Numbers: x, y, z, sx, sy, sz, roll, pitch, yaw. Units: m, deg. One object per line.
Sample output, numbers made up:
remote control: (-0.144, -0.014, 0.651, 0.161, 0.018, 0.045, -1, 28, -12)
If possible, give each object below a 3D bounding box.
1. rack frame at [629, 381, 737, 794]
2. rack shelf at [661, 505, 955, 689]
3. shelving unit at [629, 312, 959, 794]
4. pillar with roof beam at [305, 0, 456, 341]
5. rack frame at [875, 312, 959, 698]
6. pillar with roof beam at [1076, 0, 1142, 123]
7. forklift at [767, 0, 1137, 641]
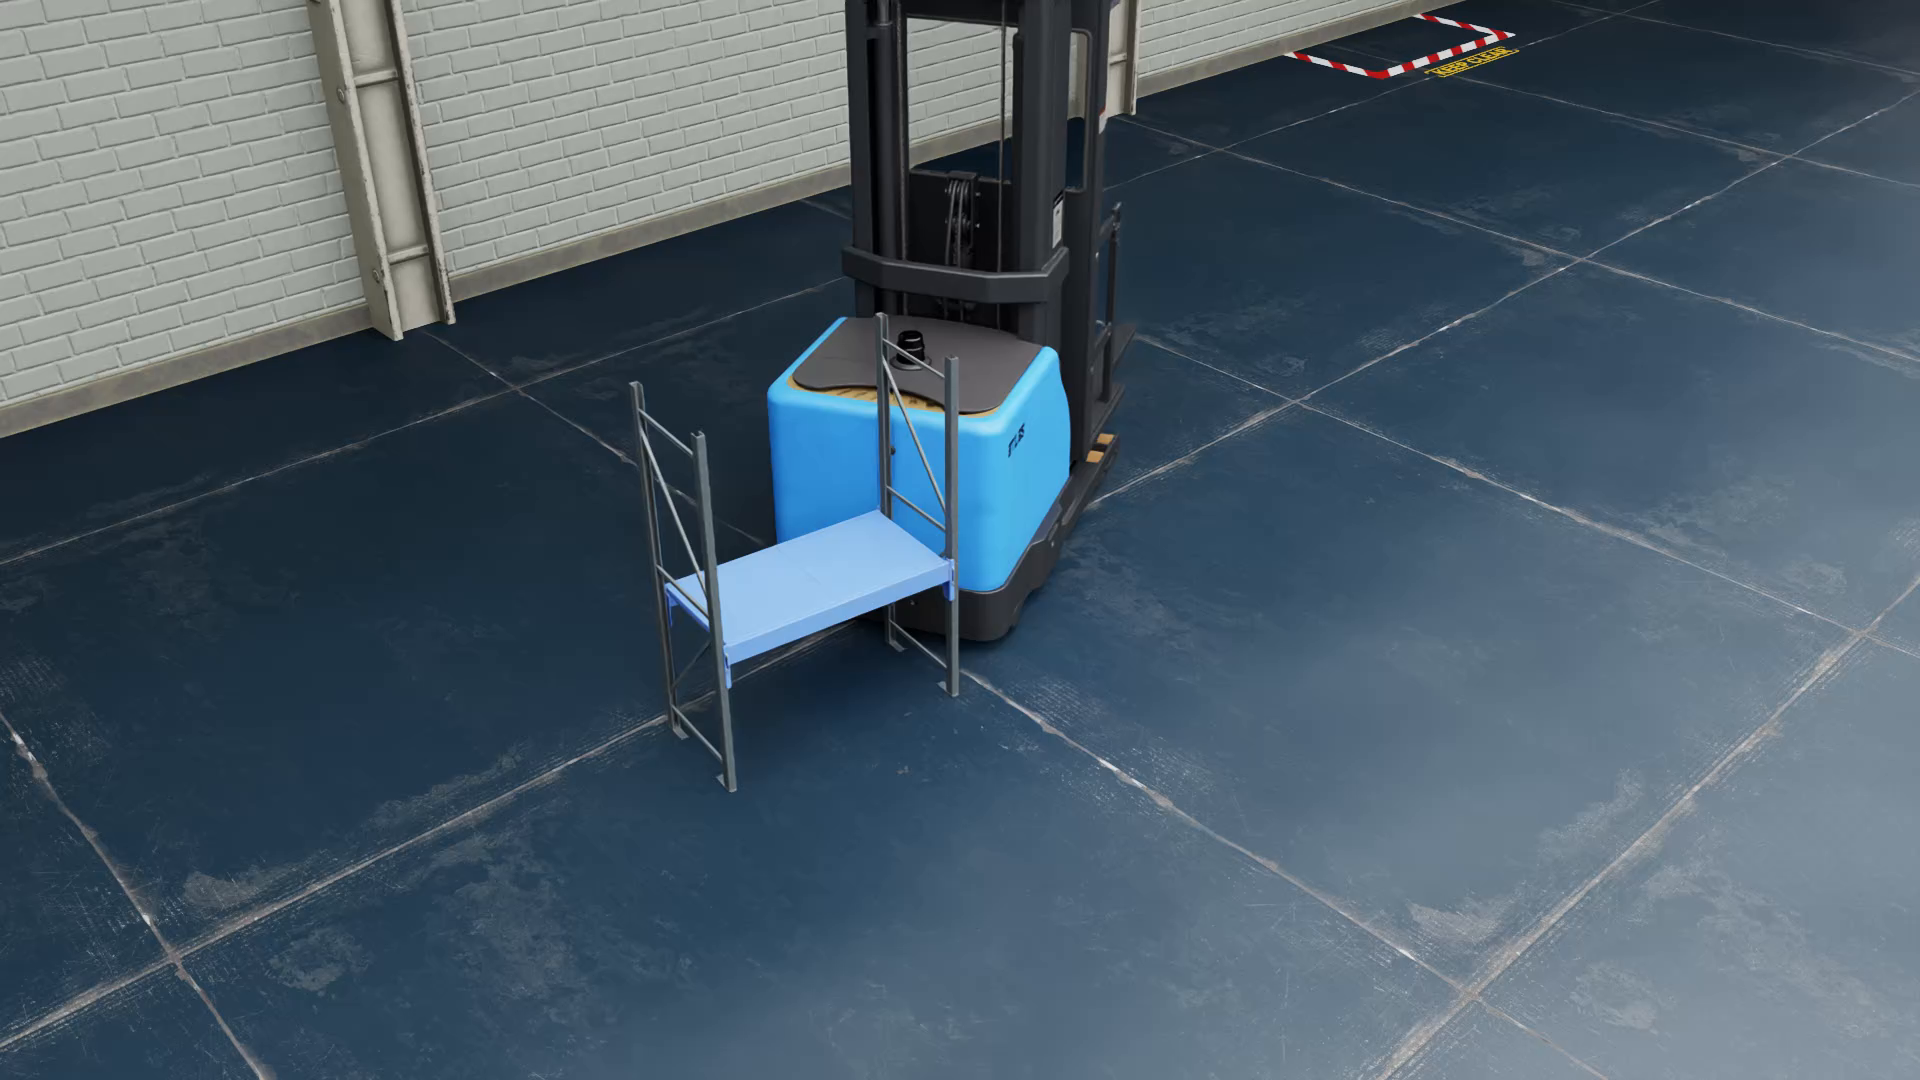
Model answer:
rack frame: (-0.990, 0.197, 5.991, 0.032, 1.500, 0.500, -20, 37, -30)
rack shelf: (-0.577, 0.196, 6.337, 1.000, 0.185, 0.538, -20, 37, -30)
shelving unit: (-0.577, 0.042, 6.243, 1.048, 1.500, 0.538, -20, 37, -30)
pillar with roof beam: (-0.308, -3.474, 4.806, 0.400, 9.000, 9.100, -26, 40, -35)
rack frame: (-0.163, -0.112, 6.495, 0.032, 1.500, 0.500, -20, 37, -30)
pillar with roof beam: (4.092, -5.602, 8.286, 0.400, 9.000, 9.100, -26, 40, -35)
forklift: (0.168, -1.586, 7.535, 1.130, 2.935, 3.031, 10, 33, 16)
